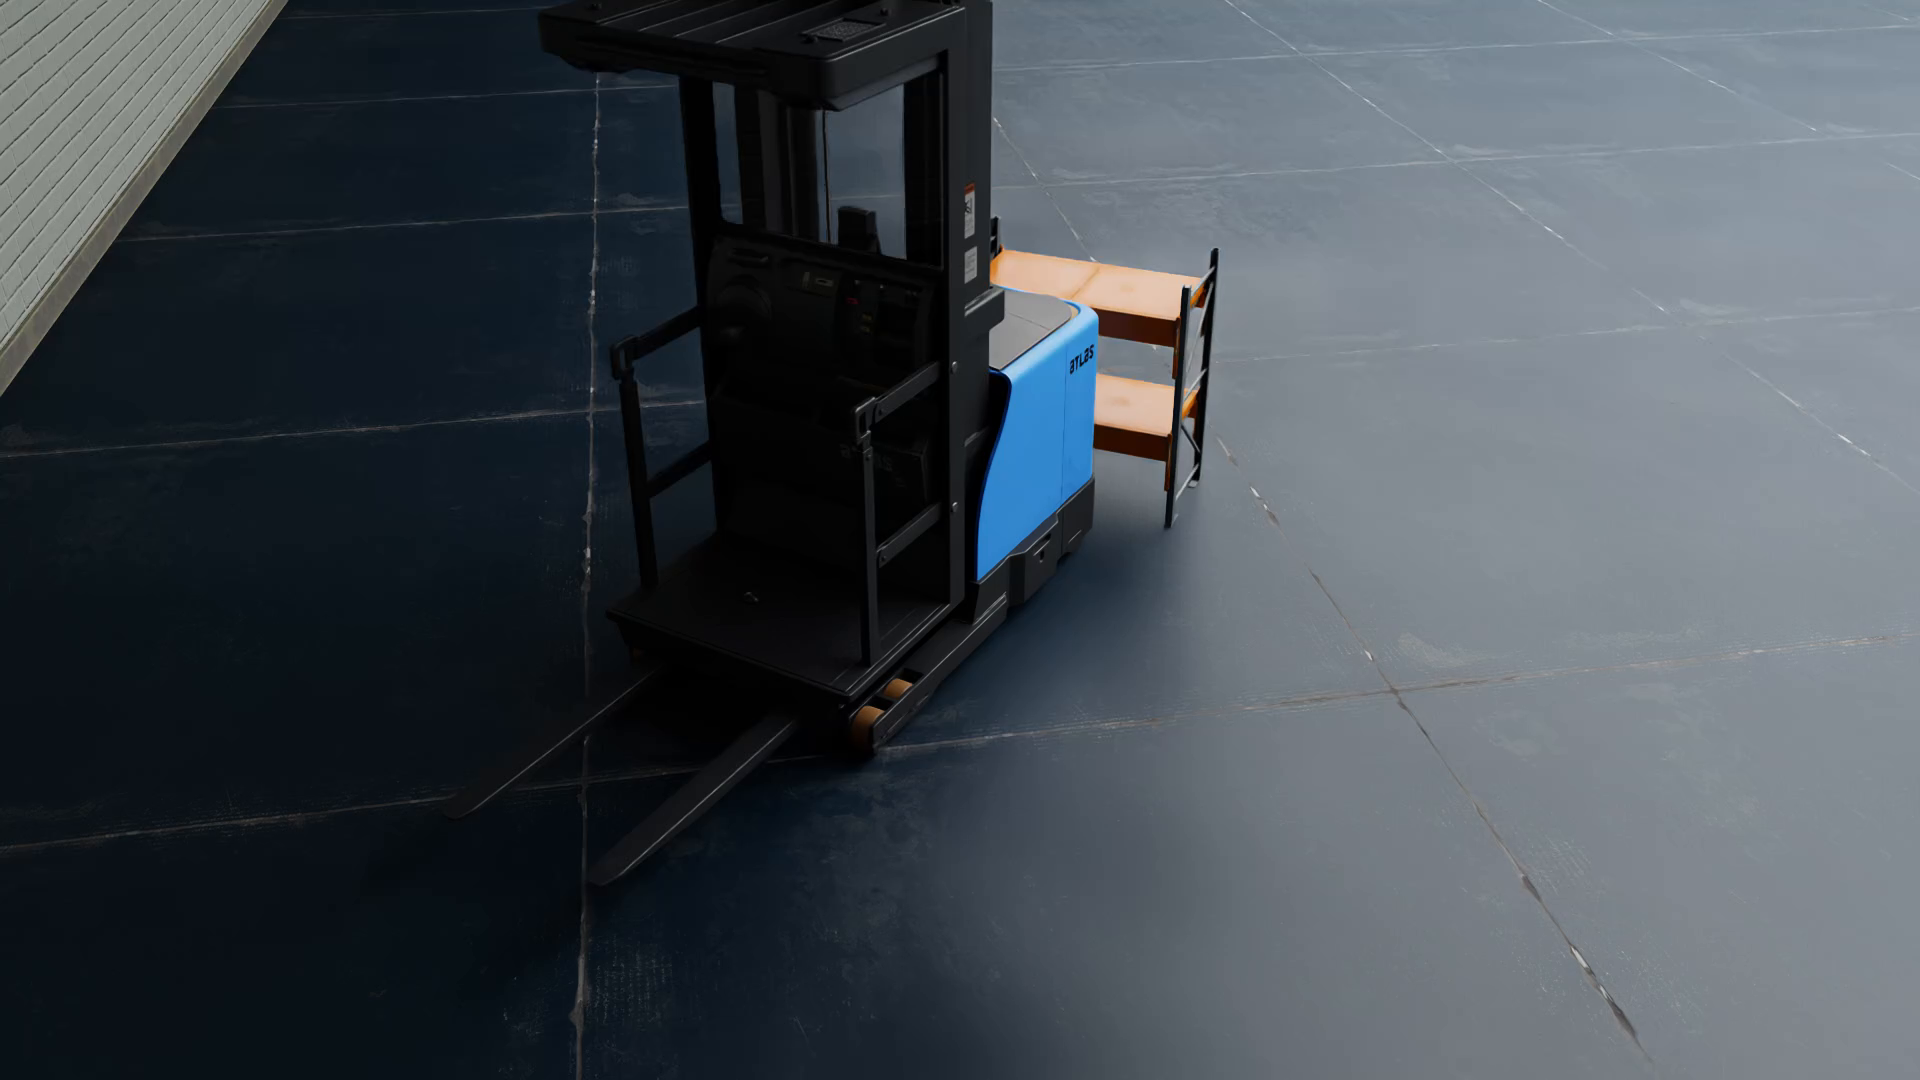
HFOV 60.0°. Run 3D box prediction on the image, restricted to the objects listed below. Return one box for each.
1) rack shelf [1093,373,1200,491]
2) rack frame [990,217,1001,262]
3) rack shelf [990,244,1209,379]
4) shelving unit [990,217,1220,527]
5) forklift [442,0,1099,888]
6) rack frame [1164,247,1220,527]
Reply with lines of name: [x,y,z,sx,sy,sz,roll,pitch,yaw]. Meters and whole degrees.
rack shelf: [0.545,-0.549,7.556,1.000,0.278,0.538,12,32,19]
rack frame: [0.075,-0.858,7.600,0.032,1.125,0.500,12,32,19]
rack shelf: [0.545,-1.012,7.284,1.000,0.278,0.538,12,32,19]
shelving unit: [0.545,-0.760,7.433,1.048,1.125,0.538,12,32,19]
forklift: [-0.604,-0.769,5.666,1.130,2.935,3.031,17,34,26]
rack frame: [1.015,-0.661,7.265,0.032,1.125,0.500,12,32,19]
